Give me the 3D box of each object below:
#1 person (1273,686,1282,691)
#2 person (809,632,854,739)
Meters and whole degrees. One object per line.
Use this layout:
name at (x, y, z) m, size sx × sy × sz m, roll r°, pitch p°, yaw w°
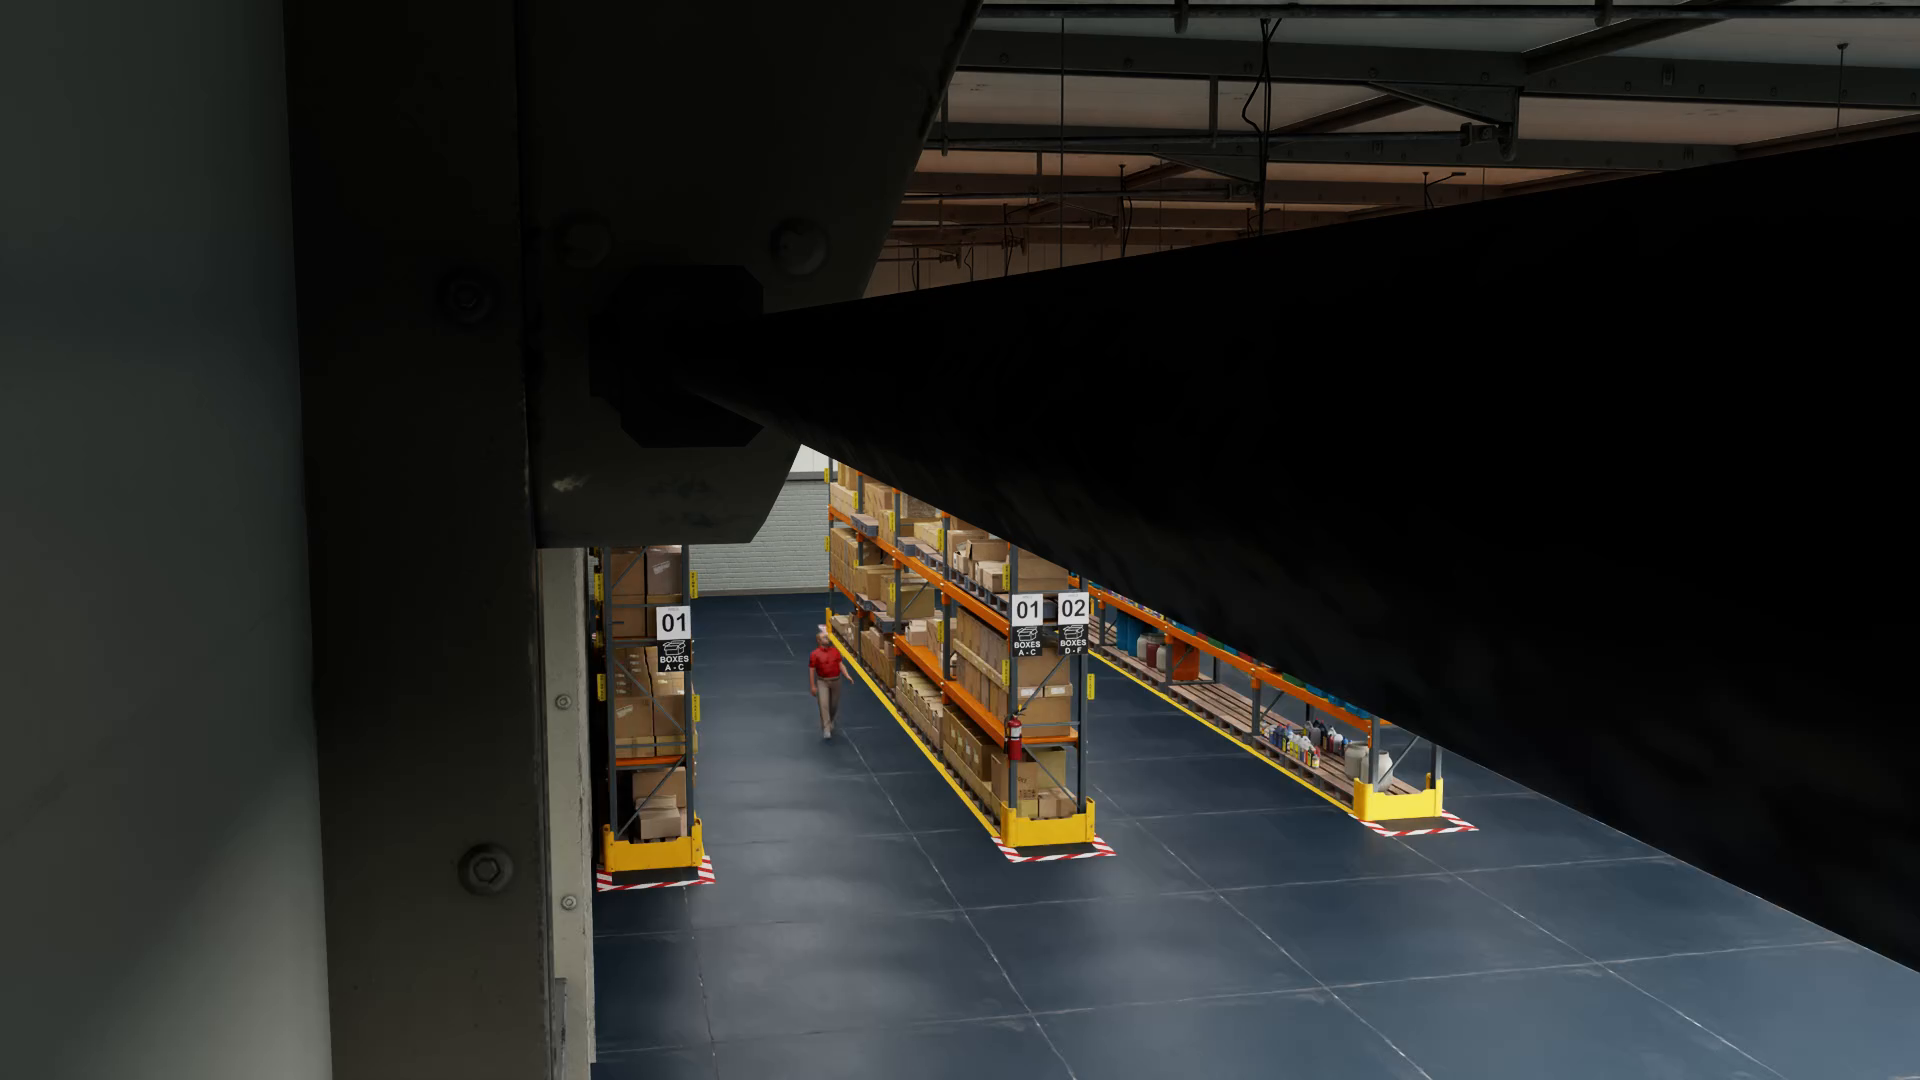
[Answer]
person at (5.976, 1.974, 29.805) m, size 0.600 × 1.644 × 0.980 m, roll -2°, pitch 7°, yaw -20°
person at (-2.077, 2.324, 26.782) m, size 0.693 × 1.644 × 1.038 m, roll -2°, pitch 7°, yaw -15°
